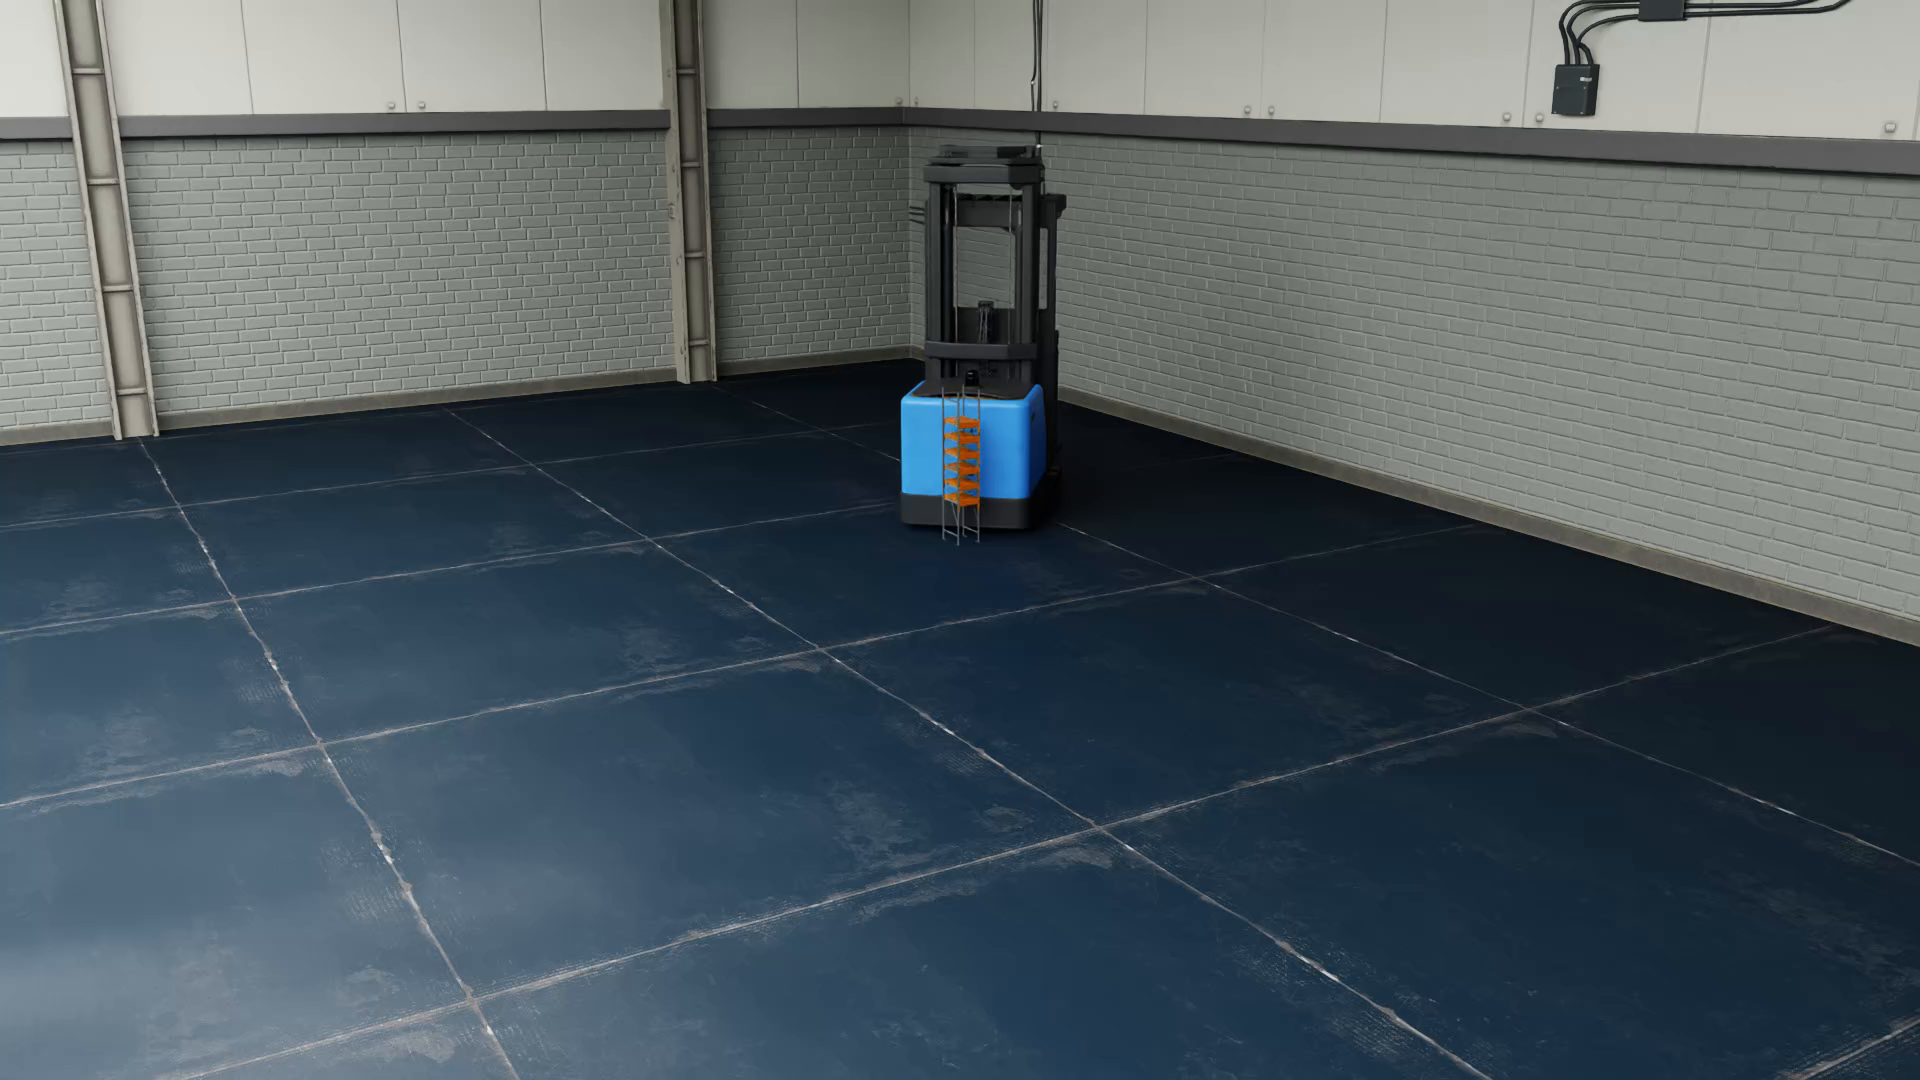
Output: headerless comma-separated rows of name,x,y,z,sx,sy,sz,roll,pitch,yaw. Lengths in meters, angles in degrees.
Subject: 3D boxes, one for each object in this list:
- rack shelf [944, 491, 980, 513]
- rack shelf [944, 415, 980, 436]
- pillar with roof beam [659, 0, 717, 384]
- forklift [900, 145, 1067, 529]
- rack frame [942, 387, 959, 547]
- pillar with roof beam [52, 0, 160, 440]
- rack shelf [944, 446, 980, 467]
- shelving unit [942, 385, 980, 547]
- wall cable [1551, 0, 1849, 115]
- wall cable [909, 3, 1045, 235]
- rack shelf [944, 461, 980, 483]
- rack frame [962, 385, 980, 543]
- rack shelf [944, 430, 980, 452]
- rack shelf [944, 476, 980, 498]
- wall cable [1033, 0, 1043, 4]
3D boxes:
rack shelf,0.007,-0.293,12.785,0.180,0.103,0.258,-10,18,-31
rack shelf,0.007,-0.870,12.622,0.180,0.103,0.258,-10,18,-31
pillar with roof beam,-0.891,-5.223,14.869,0.400,9.000,9.100,-9,18,-30
forklift,0.294,-1.849,14.075,1.130,2.935,3.031,3,16,10
rack frame,-0.071,-0.553,12.661,0.006,1.200,0.240,-10,18,-31
pillar with roof beam,-6.034,-4.389,11.893,0.400,9.000,9.100,-9,18,-30
rack shelf,0.007,-0.639,12.687,0.180,0.103,0.258,-10,18,-31
shelving unit,0.007,-0.567,12.707,0.189,1.200,0.258,-10,18,-31
wall cable,4.973,-5.761,10.489,0.169,6.003,2.305,-9,18,-30
wall cable,0.098,-4.827,19.211,0.112,2.526,3.097,-9,18,-30
rack shelf,0.007,-0.524,12.720,0.180,0.103,0.258,-10,18,-31
rack frame,0.084,-0.580,12.754,0.006,1.200,0.240,-10,18,-31
rack shelf,0.007,-0.755,12.654,0.180,0.103,0.258,-10,18,-31
rack shelf,0.007,-0.408,12.752,0.180,0.103,0.258,-10,18,-31
wall cable,1.491,-6.633,16.296,0.112,2.526,3.097,-9,18,-30
